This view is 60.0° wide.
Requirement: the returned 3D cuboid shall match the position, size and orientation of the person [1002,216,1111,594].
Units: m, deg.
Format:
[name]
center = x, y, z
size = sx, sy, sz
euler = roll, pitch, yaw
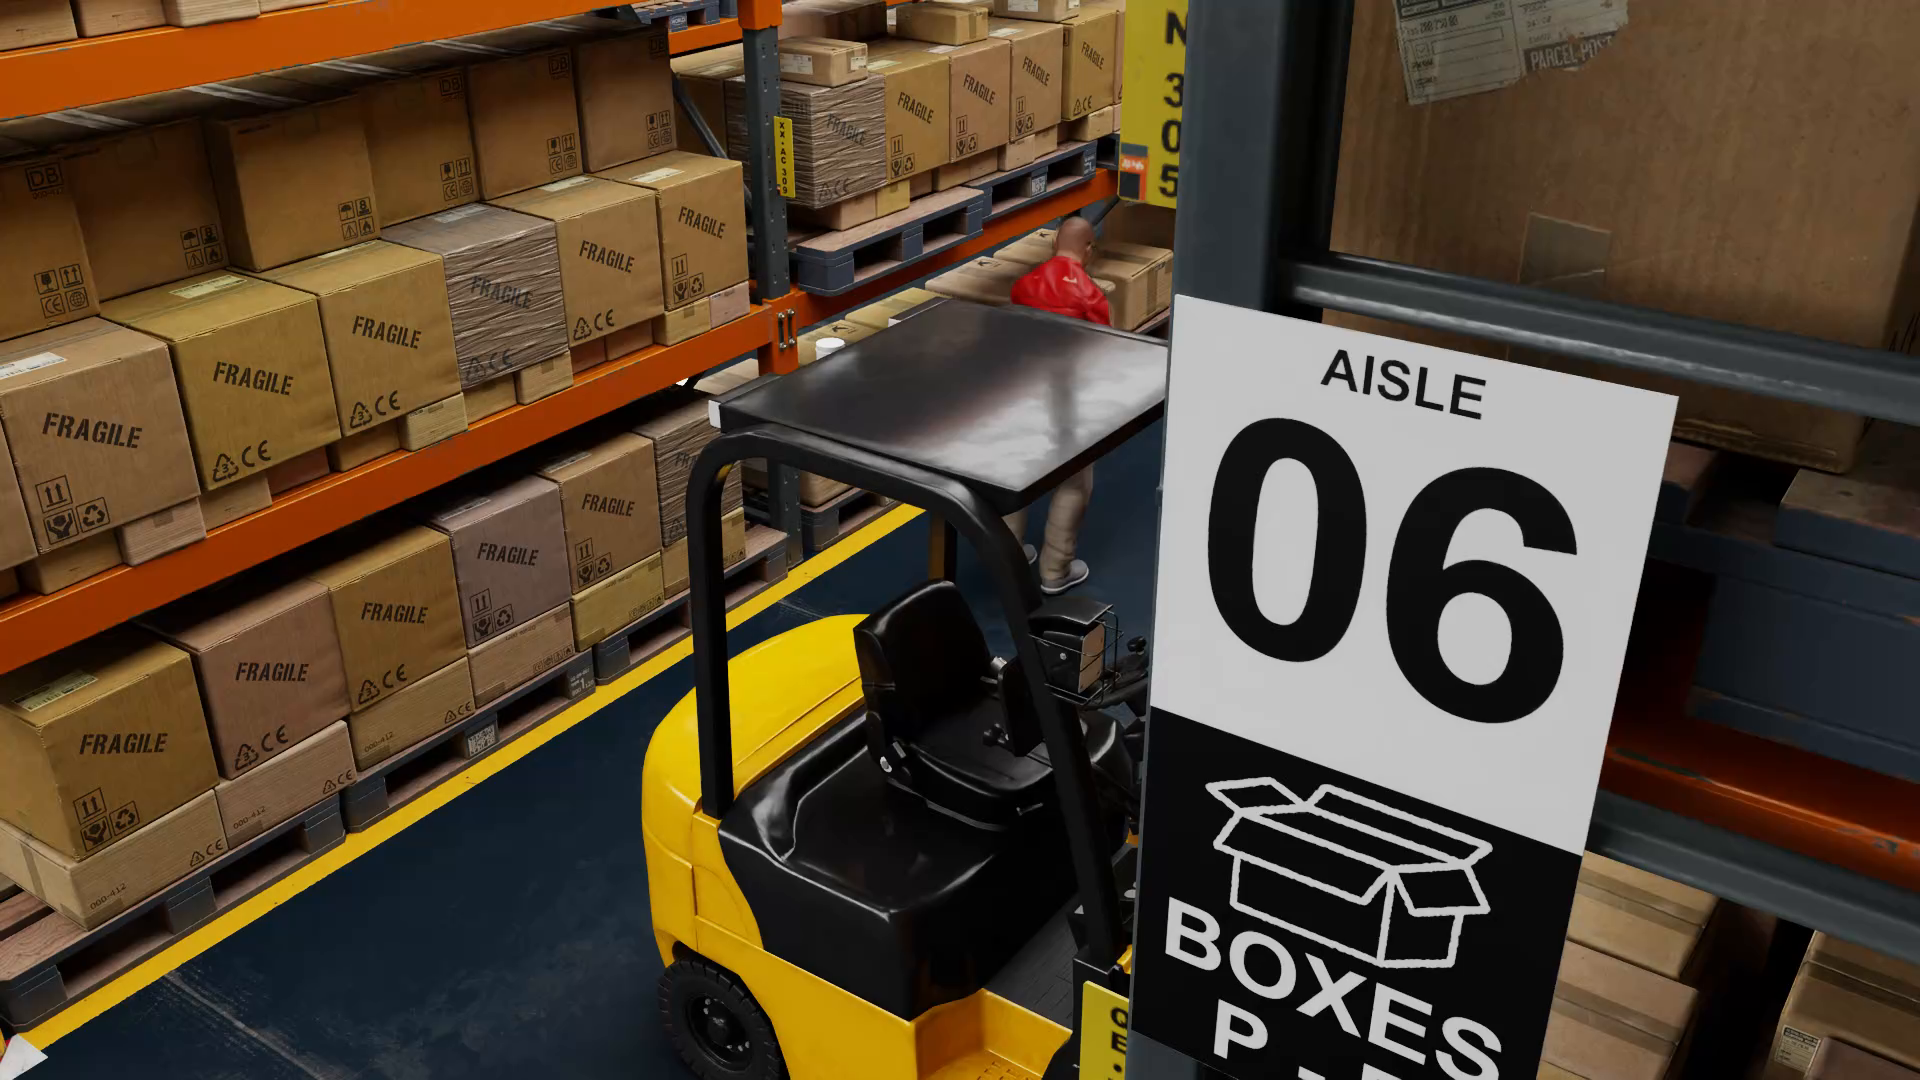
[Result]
[person]
center = 0.404, -0.592, 7.434
size = 0.483, 1.623, 0.623
euler = 16, 31, 29
